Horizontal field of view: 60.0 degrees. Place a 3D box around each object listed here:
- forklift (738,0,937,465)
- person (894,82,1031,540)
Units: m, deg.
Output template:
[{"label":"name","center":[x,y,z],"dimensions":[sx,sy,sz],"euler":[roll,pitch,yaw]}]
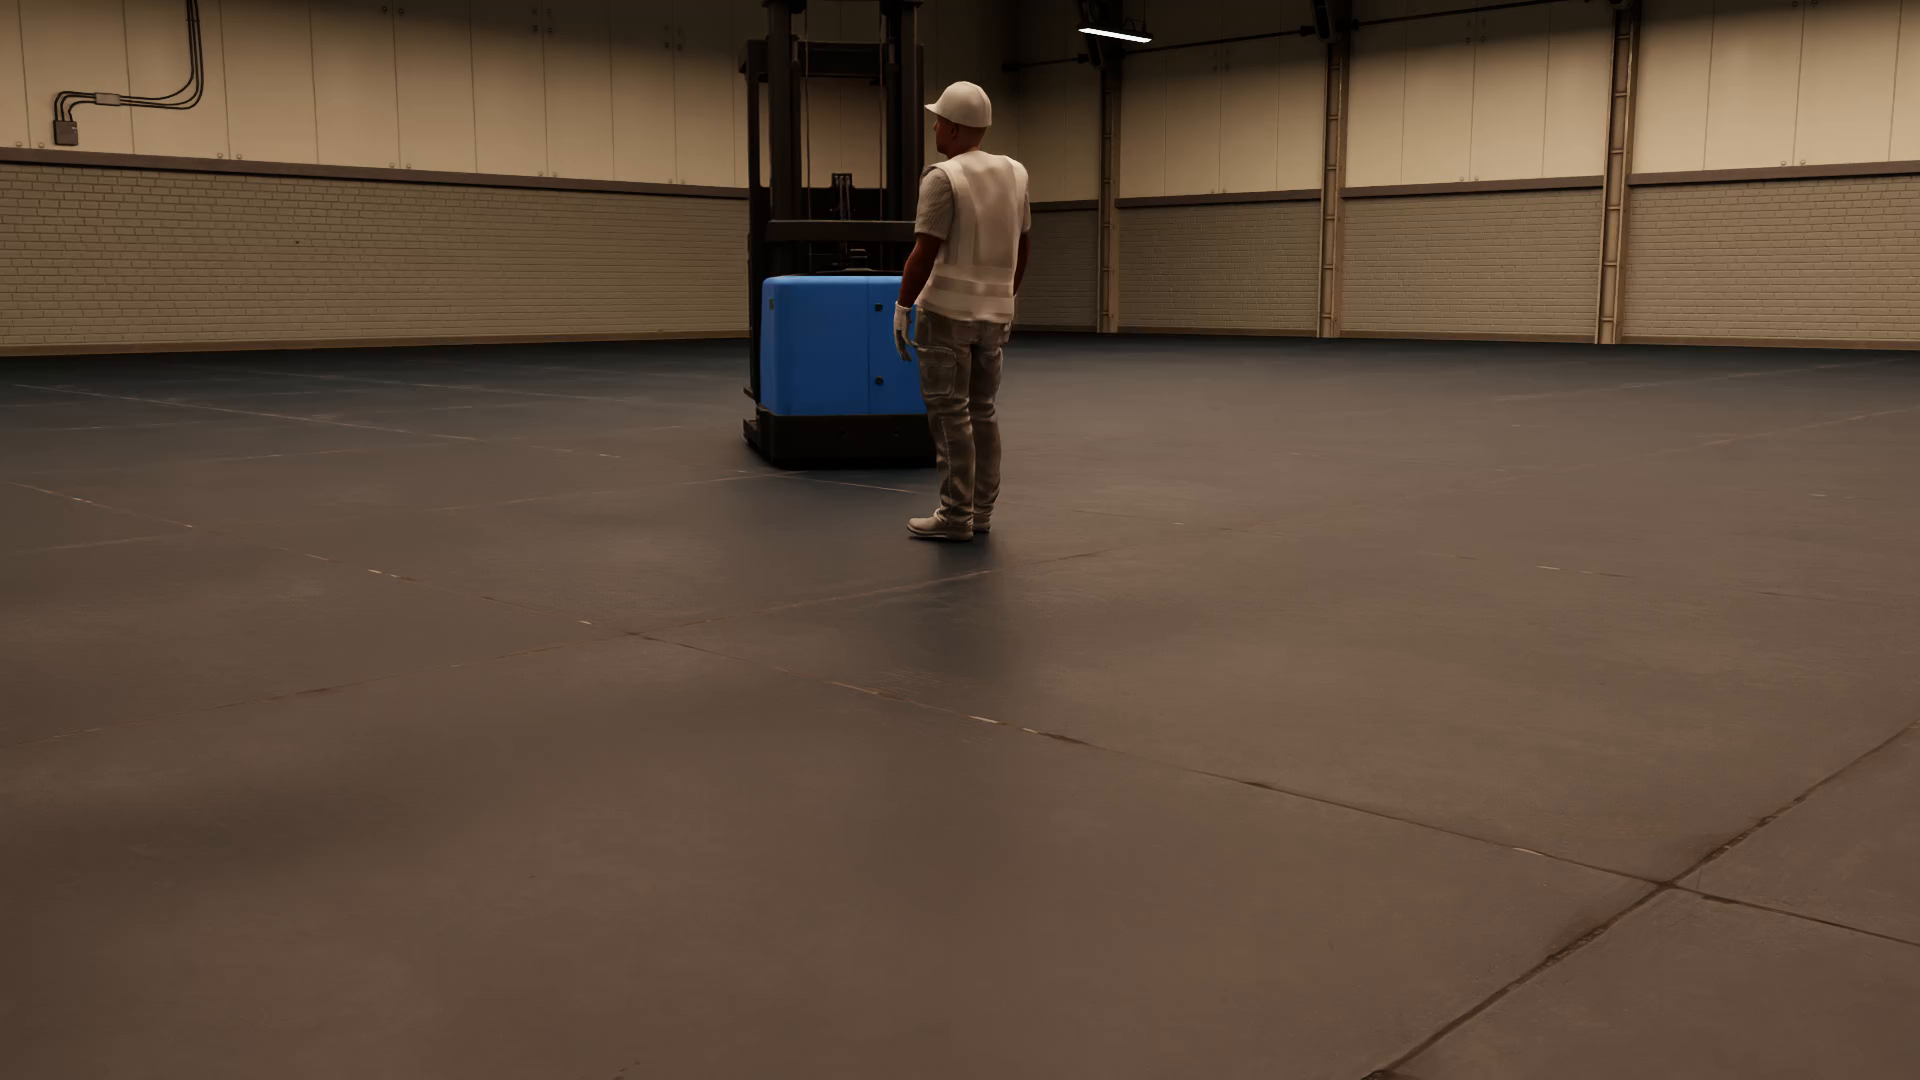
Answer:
[{"label":"forklift","center":[-0.812,-2.060,10.556],"dimensions":[1.130,2.935,3.031],"euler":[-2,9,-12]},{"label":"person","center":[-0.046,-0.897,6.639],"dimensions":[0.575,1.785,0.657],"euler":[8,12,43]}]
